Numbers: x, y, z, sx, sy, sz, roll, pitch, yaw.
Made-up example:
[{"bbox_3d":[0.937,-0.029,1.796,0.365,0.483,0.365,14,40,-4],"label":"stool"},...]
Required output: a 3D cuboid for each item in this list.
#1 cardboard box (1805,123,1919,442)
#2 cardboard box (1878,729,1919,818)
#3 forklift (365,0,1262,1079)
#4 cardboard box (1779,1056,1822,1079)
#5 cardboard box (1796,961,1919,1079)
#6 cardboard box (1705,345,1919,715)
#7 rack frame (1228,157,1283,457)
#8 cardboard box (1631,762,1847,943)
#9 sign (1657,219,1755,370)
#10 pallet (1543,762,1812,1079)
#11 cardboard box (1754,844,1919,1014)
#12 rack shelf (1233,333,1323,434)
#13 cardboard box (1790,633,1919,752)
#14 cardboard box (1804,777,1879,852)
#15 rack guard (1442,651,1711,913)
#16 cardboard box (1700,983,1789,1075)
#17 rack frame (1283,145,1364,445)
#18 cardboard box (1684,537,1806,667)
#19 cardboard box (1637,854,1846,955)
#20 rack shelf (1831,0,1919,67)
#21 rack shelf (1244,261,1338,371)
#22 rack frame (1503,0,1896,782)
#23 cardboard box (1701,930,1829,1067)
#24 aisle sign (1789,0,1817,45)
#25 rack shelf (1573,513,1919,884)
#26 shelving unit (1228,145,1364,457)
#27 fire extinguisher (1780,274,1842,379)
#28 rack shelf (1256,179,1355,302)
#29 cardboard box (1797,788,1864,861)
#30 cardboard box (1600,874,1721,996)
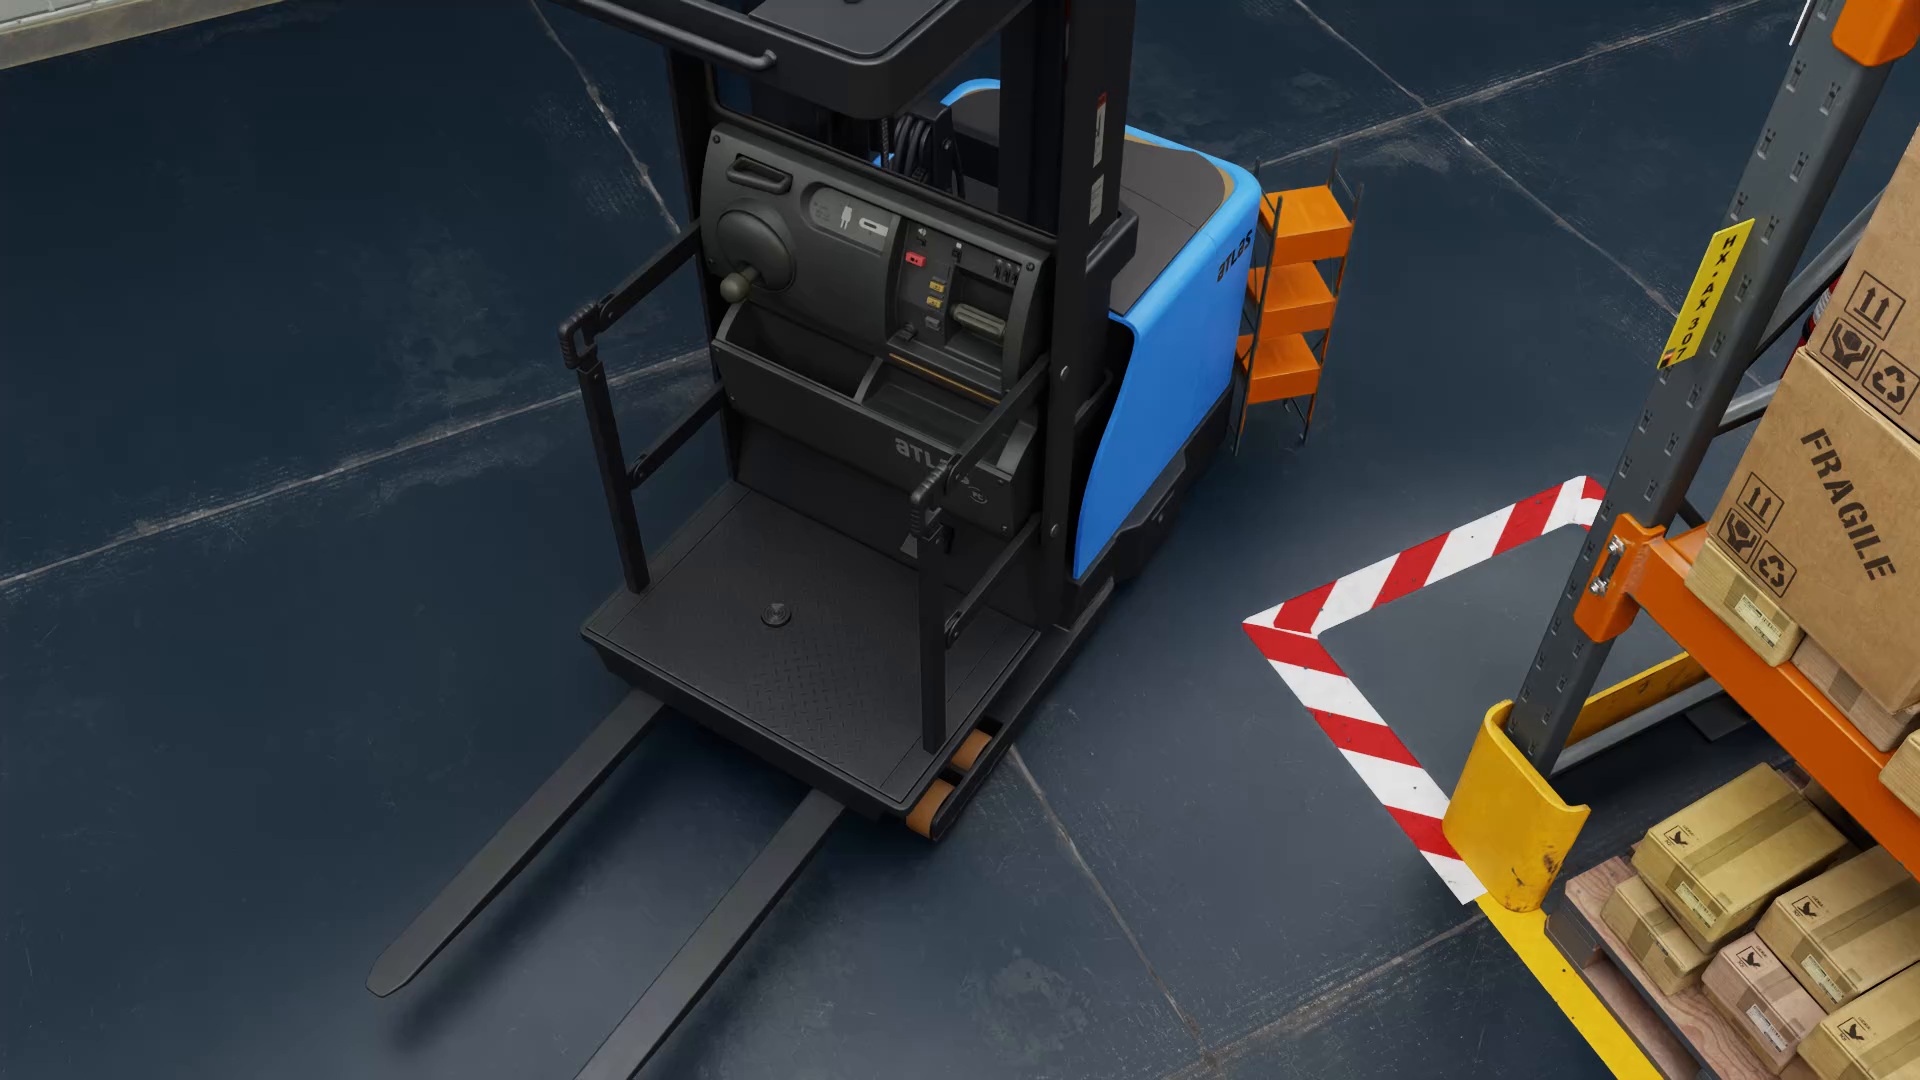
[{"bbox_3d":[1.831,-0.421,2.697,0.500,0.500,0.500,-21,52,-18],"label":"cardboard box"},{"bbox_3d":[1.947,0.414,3.062,0.380,0.149,0.250,-23,53,-19],"label":"cardboard box"},{"bbox_3d":[-0.340,-0.566,3.798,1.130,2.935,3.031,26,54,21],"label":"forklift"},{"bbox_3d":[2.129,1.219,3.806,0.380,0.149,0.250,-21,52,-17],"label":"cardboard box"},{"bbox_3d":[2.033,1.075,3.536,0.380,0.149,0.250,-21,52,-18],"label":"cardboard box"},{"bbox_3d":[1.821,-0.088,3.070,0.500,0.500,0.500,-19,51,-16],"label":"cardboard box"},{"bbox_3d":[0.887,-0.694,5.159,0.008,1.050,0.200,-10,50,-9],"label":"rack frame"},{"bbox_3d":[1.799,0.719,3.848,0.380,0.149,0.250,-23,53,-19],"label":"cardboard box"},{"bbox_3d":[1.379,-0.451,3.076,0.100,0.325,0.005,-21,52,-18],"label":"sign"},{"bbox_3d":[2.236,1.172,4.085,1.003,0.211,1.213,-21,52,-18],"label":"pallet"},{"bbox_3d":[2.032,0.863,3.723,0.380,0.149,0.250,-20,52,-17],"label":"cardboard box"},{"bbox_3d":[1.006,-0.525,5.395,0.240,0.259,0.215,-10,50,-9],"label":"rack shelf"},{"bbox_3d":[1.871,0.216,3.235,0.380,0.149,0.250,-19,52,-16],"label":"cardboard box"},{"bbox_3d":[2.357,0.605,4.146,0.380,0.149,0.250,-22,53,-18],"label":"cardboard box"},{"bbox_3d":[1.896,0.521,4.462,1.175,0.500,0.348,-21,52,-18],"label":"rack guard"},{"bbox_3d":[2.009,1.056,3.949,0.380,0.149,0.250,-21,52,-18],"label":"cardboard box"},{"bbox_3d":[1.125,-0.736,5.196,0.008,1.050,0.200,-10,50,-9],"label":"rack frame"},{"bbox_3d":[1.718,0.060,3.372,0.380,0.149,0.250,-22,52,-18],"label":"cardboard box"},{"bbox_3d":[1.873,0.789,3.985,0.380,0.149,0.250,-19,52,-16],"label":"cardboard box"},{"bbox_3d":[2.776,0.235,1.537,1.077,0.370,4.000,-21,52,-18],"label":"rack shelf"},{"bbox_3d":[1.006,-0.708,5.186,0.240,0.259,0.215,-10,50,-9],"label":"rack shelf"},{"bbox_3d":[1.861,-0.353,3.566,1.000,3.000,0.127,-21,52,-18],"label":"rack frame"},{"bbox_3d":[1.948,0.992,3.807,0.380,0.149,0.250,-21,52,-18],"label":"cardboard box"},{"bbox_3d":[1.561,-1.154,2.540,0.394,0.787,0.004,-21,52,-18],"label":"aisle sign"},{"bbox_3d":[2.776,1.223,2.666,1.077,0.370,4.000,-21,52,-18],"label":"rack shelf"},{"bbox_3d":[1.006,-0.715,5.178,0.252,1.050,0.215,-10,50,-9],"label":"shelving unit"},{"bbox_3d":[2.156,-0.532,4.022,0.296,0.674,0.183,-21,52,-18],"label":"fire extinguisher"},{"bbox_3d":[1.006,-0.895,4.972,0.240,0.259,0.215,-10,50,-9],"label":"rack shelf"},{"bbox_3d":[2.288,0.728,4.235,0.380,0.149,0.250,-20,52,-17],"label":"cardboard box"},{"bbox_3d":[1.816,0.909,4.078,0.380,0.149,0.250,-20,52,-17],"label":"cardboard box"}]
